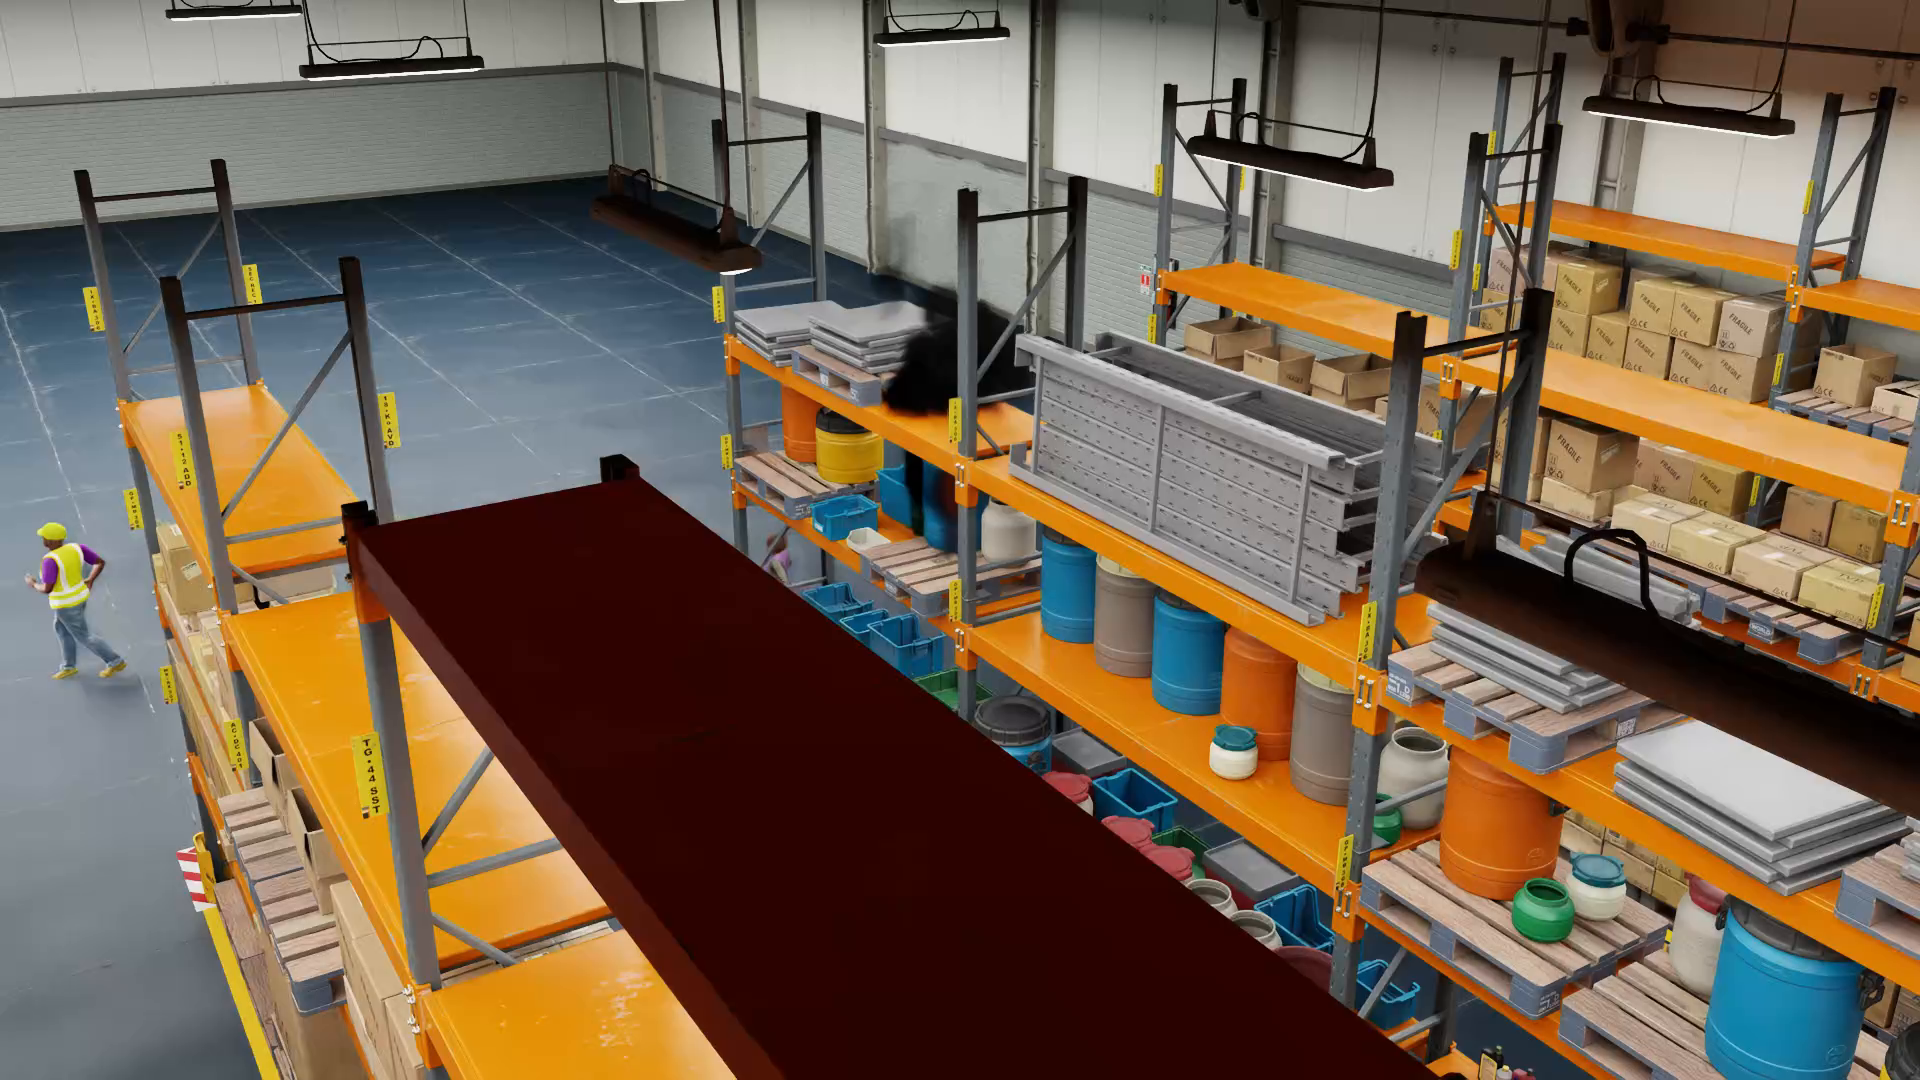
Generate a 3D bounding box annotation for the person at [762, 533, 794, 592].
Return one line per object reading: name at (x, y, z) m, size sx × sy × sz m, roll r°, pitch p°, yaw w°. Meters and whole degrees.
person at (-1.928, 0.624, 17.722) m, size 0.846 × 1.554 × 0.601 m, roll 4°, pitch 22°, yaw 9°

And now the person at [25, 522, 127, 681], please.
person at (-9.256, 0.685, 17.320) m, size 0.866 × 1.811 × 0.671 m, roll 0°, pitch 22°, yaw 0°
